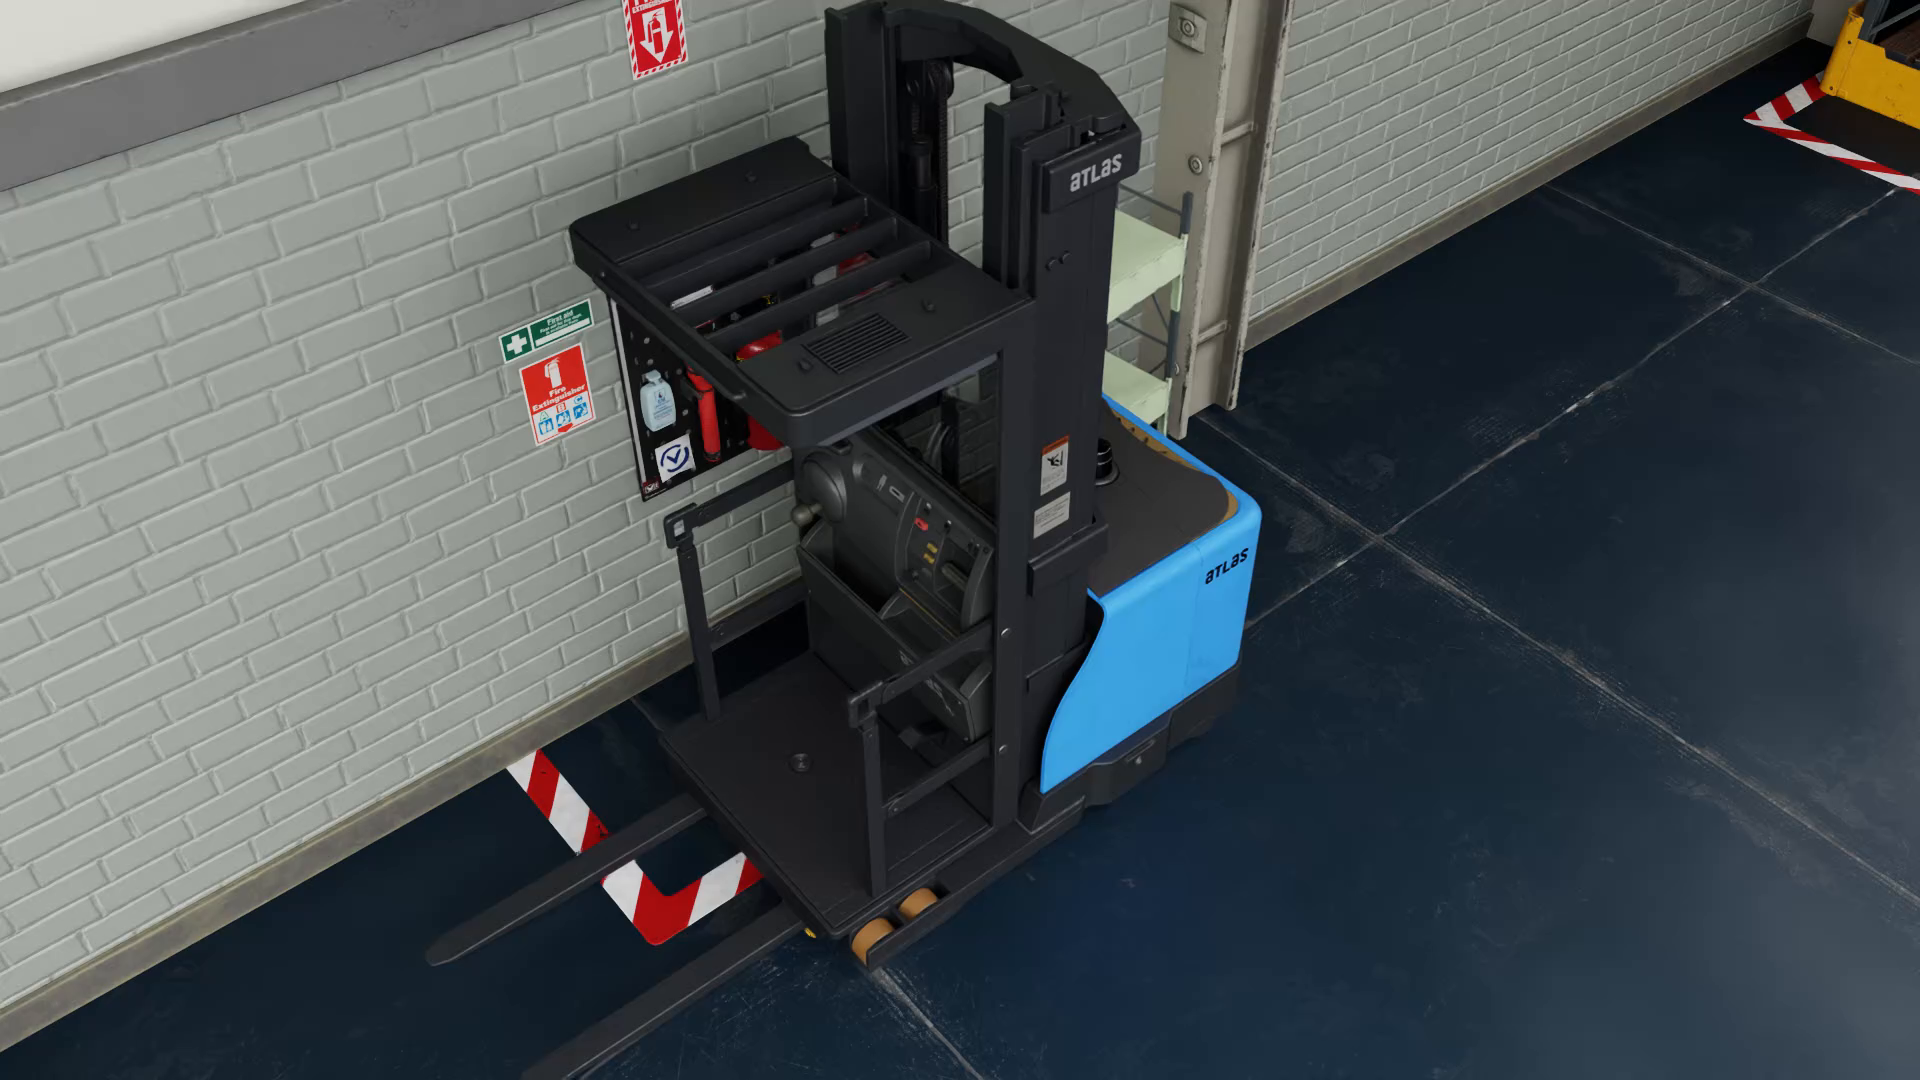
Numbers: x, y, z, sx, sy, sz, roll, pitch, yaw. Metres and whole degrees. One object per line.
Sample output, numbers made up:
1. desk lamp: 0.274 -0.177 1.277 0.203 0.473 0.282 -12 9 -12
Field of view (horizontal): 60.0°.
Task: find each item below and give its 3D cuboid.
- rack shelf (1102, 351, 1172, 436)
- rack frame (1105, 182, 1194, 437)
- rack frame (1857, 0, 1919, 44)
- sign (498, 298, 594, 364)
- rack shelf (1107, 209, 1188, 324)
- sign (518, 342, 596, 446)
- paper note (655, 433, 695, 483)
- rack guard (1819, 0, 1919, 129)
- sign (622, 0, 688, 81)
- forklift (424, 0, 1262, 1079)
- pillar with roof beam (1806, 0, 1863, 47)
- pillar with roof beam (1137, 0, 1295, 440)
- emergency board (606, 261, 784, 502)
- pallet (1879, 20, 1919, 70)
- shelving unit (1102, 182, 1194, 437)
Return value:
1. rack shelf: 0.510 -0.473 7.133 0.431 0.370 0.720 32 52 30
2. rack frame: 0.759 -0.894 7.106 0.400 1.500 0.023 32 52 30
3. rack frame: 5.691 -3.599 8.891 0.127 3.000 1.000 -30 51 -28
4. sign: -1.331 -0.674 5.364 0.331 0.109 0.001 -30 51 -28
5. rack shelf: 0.511 -0.995 6.643 0.431 0.370 0.720 32 52 30
6. sign: -1.340 -0.484 5.548 0.234 0.329 0.001 -30 51 -28
7. paper note: -1.030 -0.297 6.019 0.142 0.148 0.016 -30 51 -28
8. rack guard: 5.749 -2.721 9.782 0.348 0.500 1.175 -30 51 -28
9. sign: -0.920 -1.553 5.020 0.199 0.298 0.001 -30 51 -28
10. forklift: -0.384 -0.022 5.133 3.031 2.935 1.130 -29 51 -28
11. pillar with roof beam: 8.435 -4.287 5.241 0.400 9.000 9.100 -30 51 -28
12. pillar with roof beam: 3.832 -1.651 2.435 0.400 9.000 9.100 -30 51 -28
13. emergency board: -0.850 -0.660 5.761 0.643 1.169 0.194 -30 51 -28
14. pallet: 6.395 -2.954 10.241 1.213 0.211 1.003 -30 51 -28
15. shelving unit: 0.510 -0.710 6.910 0.431 1.500 0.755 32 52 30
